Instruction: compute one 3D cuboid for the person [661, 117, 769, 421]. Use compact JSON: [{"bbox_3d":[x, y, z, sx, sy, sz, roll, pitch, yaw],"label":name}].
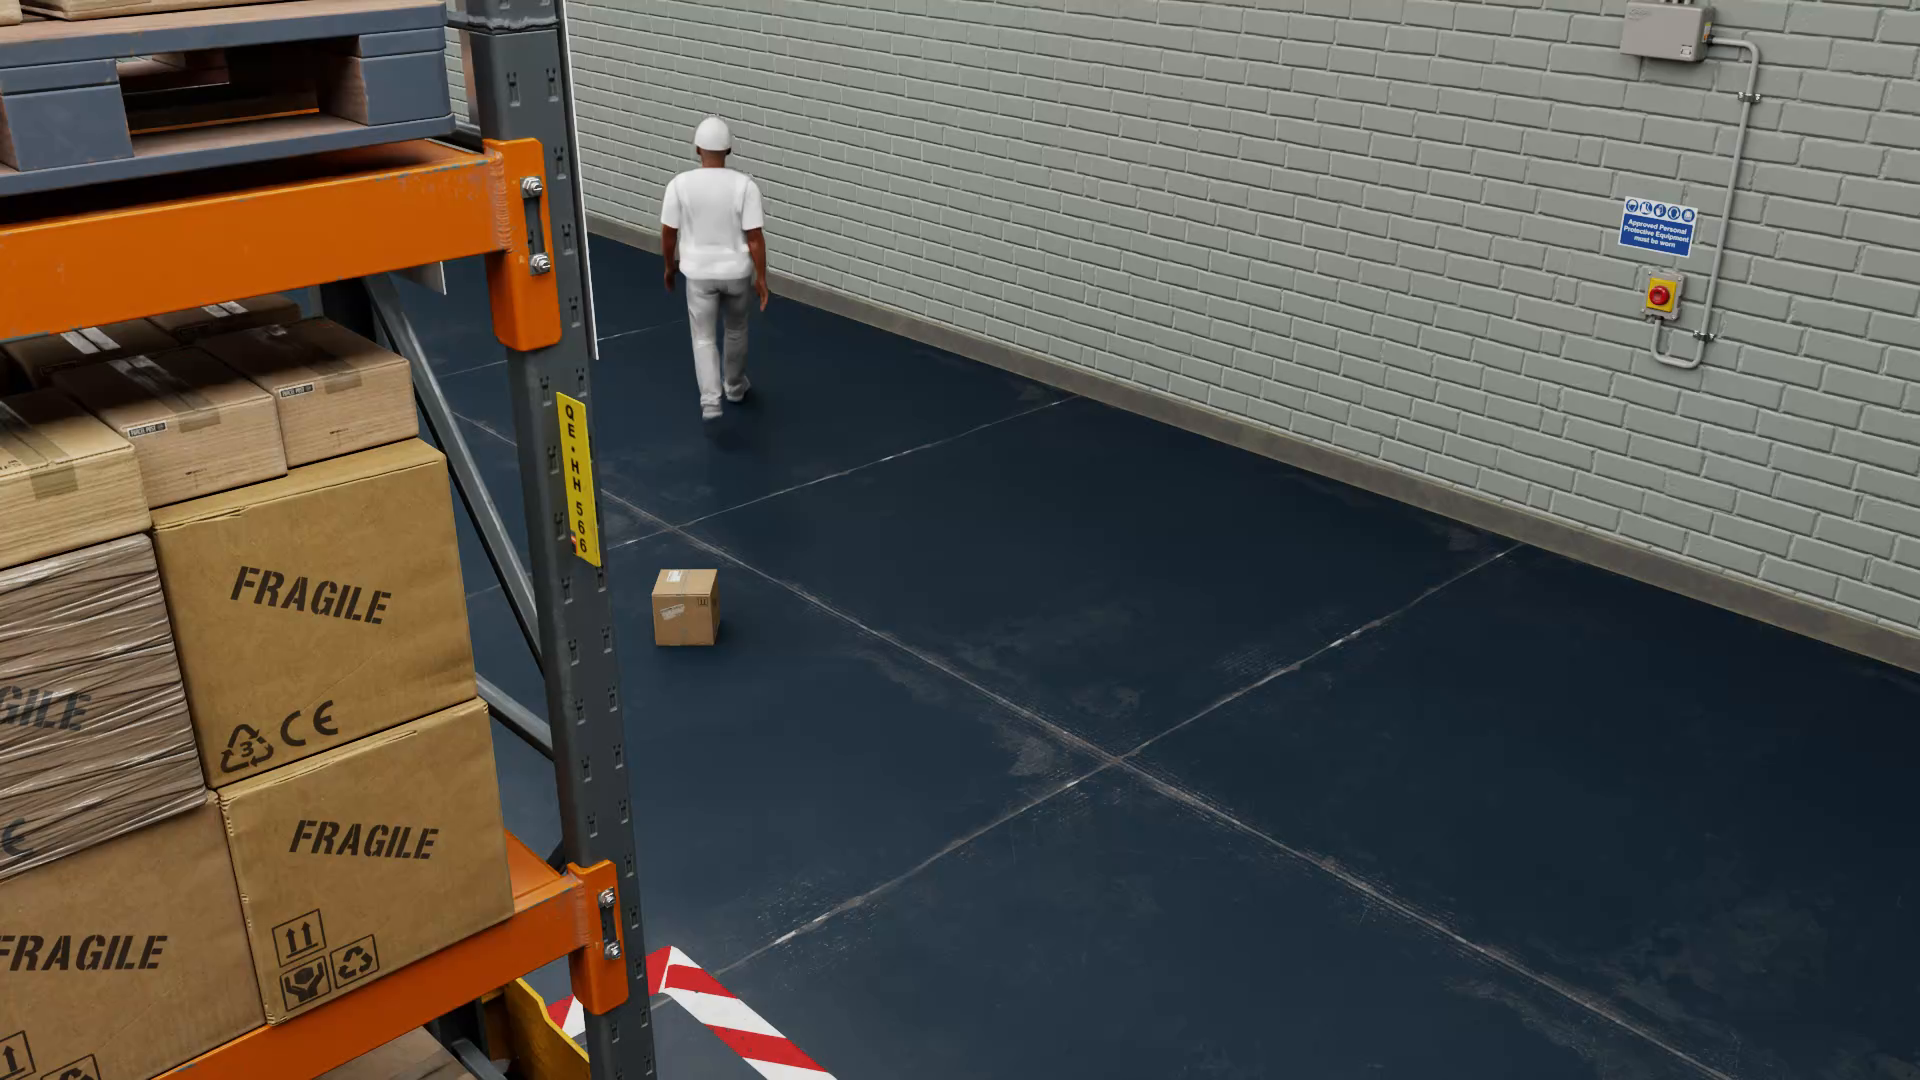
[{"bbox_3d":[-1.400,-1.539,9.503,0.591,1.731,0.988,-3,24,-7],"label":"person"}]
